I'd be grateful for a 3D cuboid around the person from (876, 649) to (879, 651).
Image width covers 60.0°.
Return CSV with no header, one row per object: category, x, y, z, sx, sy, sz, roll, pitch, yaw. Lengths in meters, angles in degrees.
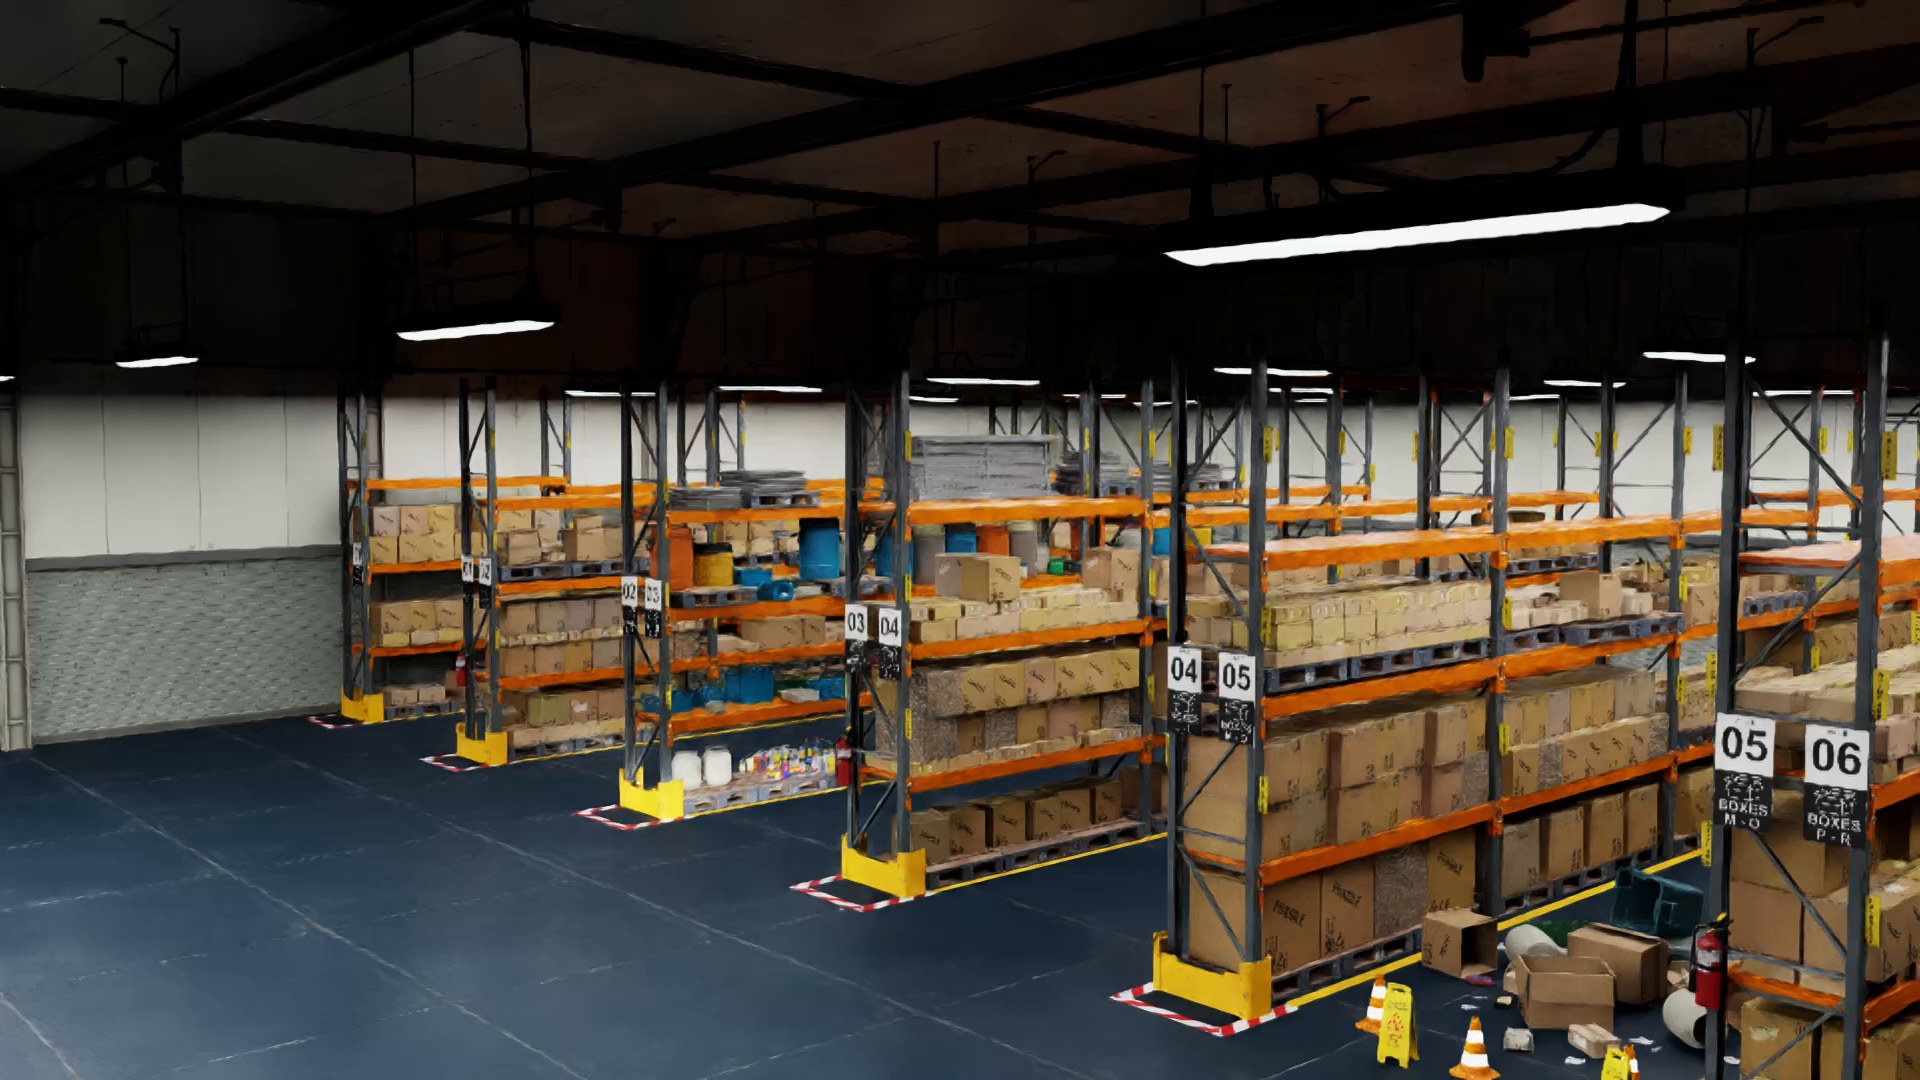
person,-1.536,1.984,35.679,1.030,1.669,0.557,-3,5,-43
